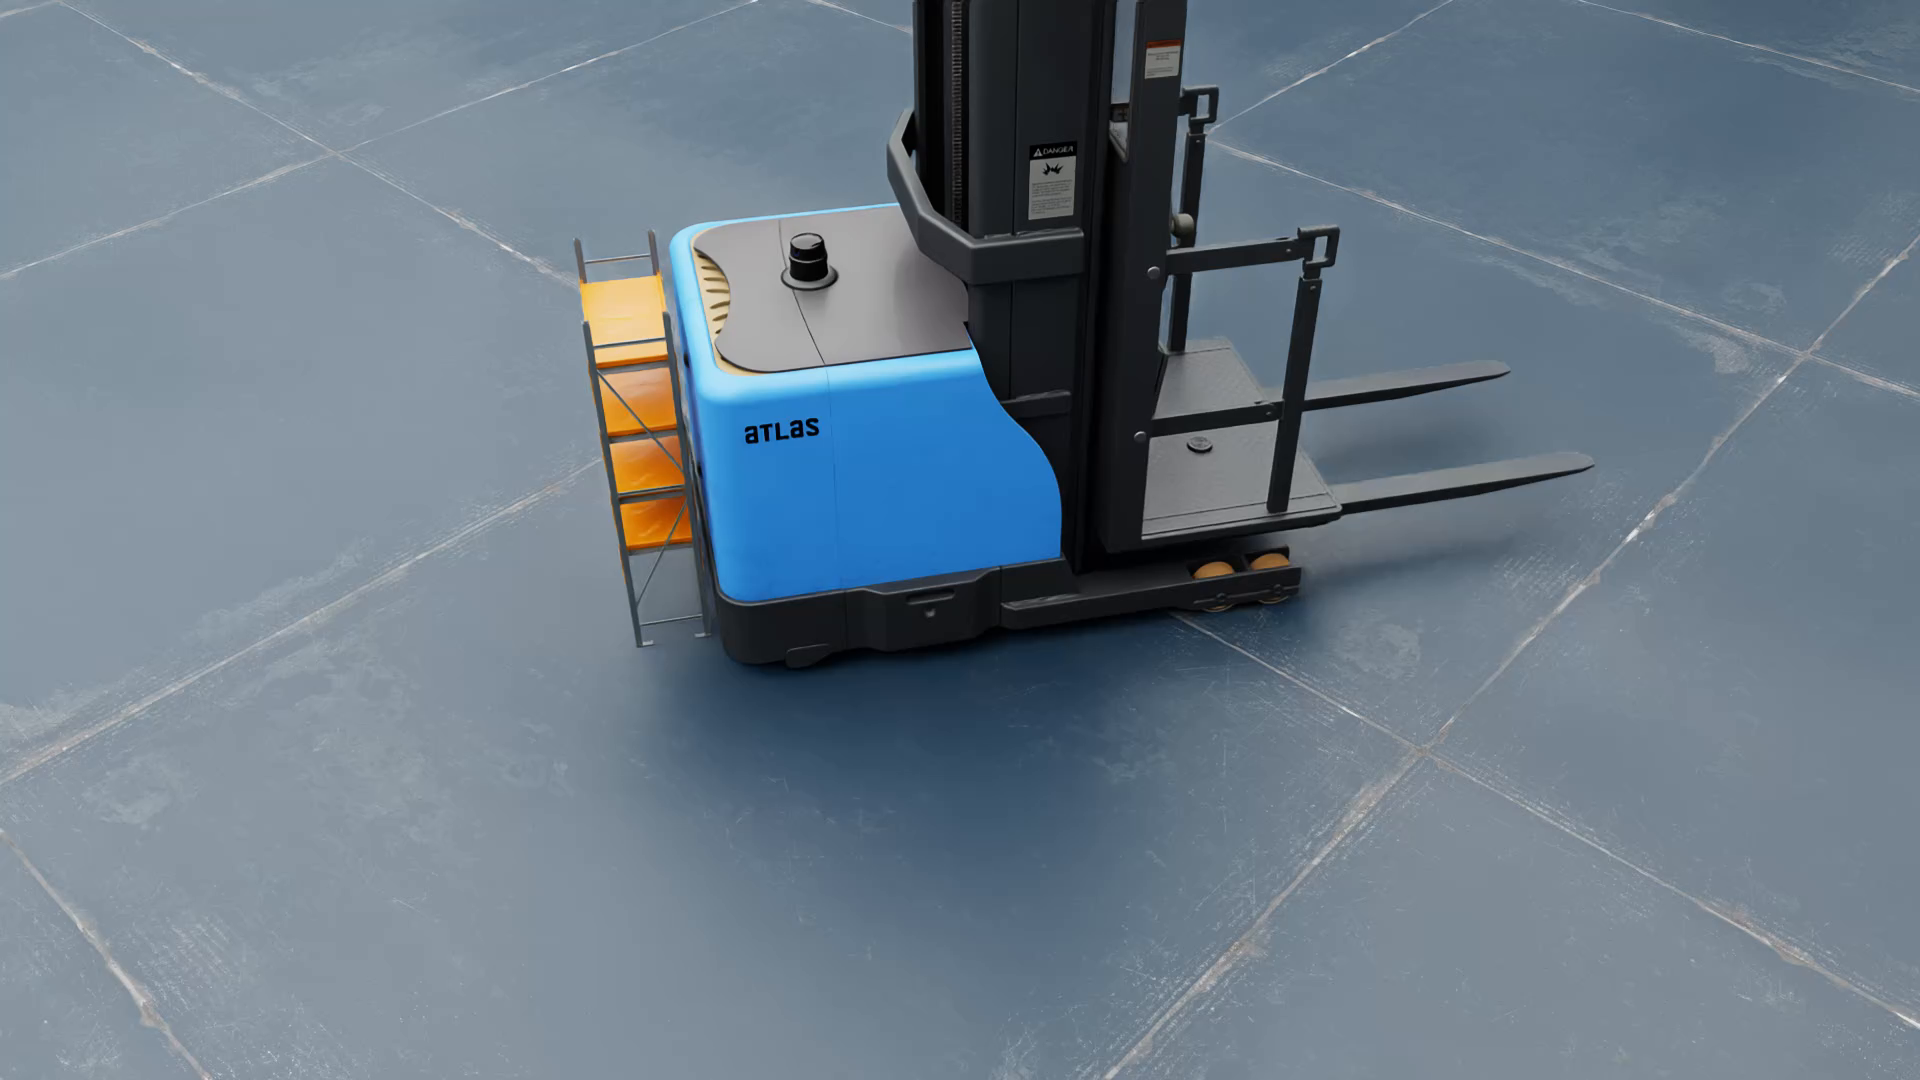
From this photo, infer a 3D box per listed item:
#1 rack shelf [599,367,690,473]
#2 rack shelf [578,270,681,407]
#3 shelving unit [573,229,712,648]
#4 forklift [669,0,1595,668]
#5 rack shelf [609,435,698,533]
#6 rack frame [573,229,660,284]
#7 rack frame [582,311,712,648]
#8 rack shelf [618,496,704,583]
[{"bbox_3d":[-0.976,-0.416,5.057,0.258,0.148,0.480,-8,39,-10],"label":"rack shelf"},{"bbox_3d":[-0.978,-0.601,4.910,0.258,0.148,0.480,-8,39,-10],"label":"rack shelf"},{"bbox_3d":[-0.976,-0.294,5.155,0.258,1.200,0.503,-8,39,-10],"label":"shelving unit"},{"bbox_3d":[0.639,-1.224,4.934,3.031,2.935,1.130,-8,39,-10],"label":"forklift"},{"bbox_3d":[-0.975,-0.242,5.197,0.258,0.148,0.480,-8,39,-10],"label":"rack shelf"},{"bbox_3d":[-1.031,-0.442,5.341,0.240,1.200,0.015,-8,39,-10],"label":"rack frame"},{"bbox_3d":[-0.921,-0.146,4.969,0.240,1.200,0.015,-8,39,-10],"label":"rack frame"},{"bbox_3d":[-0.974,-0.086,5.320,0.258,0.148,0.480,-8,39,-10],"label":"rack shelf"}]
